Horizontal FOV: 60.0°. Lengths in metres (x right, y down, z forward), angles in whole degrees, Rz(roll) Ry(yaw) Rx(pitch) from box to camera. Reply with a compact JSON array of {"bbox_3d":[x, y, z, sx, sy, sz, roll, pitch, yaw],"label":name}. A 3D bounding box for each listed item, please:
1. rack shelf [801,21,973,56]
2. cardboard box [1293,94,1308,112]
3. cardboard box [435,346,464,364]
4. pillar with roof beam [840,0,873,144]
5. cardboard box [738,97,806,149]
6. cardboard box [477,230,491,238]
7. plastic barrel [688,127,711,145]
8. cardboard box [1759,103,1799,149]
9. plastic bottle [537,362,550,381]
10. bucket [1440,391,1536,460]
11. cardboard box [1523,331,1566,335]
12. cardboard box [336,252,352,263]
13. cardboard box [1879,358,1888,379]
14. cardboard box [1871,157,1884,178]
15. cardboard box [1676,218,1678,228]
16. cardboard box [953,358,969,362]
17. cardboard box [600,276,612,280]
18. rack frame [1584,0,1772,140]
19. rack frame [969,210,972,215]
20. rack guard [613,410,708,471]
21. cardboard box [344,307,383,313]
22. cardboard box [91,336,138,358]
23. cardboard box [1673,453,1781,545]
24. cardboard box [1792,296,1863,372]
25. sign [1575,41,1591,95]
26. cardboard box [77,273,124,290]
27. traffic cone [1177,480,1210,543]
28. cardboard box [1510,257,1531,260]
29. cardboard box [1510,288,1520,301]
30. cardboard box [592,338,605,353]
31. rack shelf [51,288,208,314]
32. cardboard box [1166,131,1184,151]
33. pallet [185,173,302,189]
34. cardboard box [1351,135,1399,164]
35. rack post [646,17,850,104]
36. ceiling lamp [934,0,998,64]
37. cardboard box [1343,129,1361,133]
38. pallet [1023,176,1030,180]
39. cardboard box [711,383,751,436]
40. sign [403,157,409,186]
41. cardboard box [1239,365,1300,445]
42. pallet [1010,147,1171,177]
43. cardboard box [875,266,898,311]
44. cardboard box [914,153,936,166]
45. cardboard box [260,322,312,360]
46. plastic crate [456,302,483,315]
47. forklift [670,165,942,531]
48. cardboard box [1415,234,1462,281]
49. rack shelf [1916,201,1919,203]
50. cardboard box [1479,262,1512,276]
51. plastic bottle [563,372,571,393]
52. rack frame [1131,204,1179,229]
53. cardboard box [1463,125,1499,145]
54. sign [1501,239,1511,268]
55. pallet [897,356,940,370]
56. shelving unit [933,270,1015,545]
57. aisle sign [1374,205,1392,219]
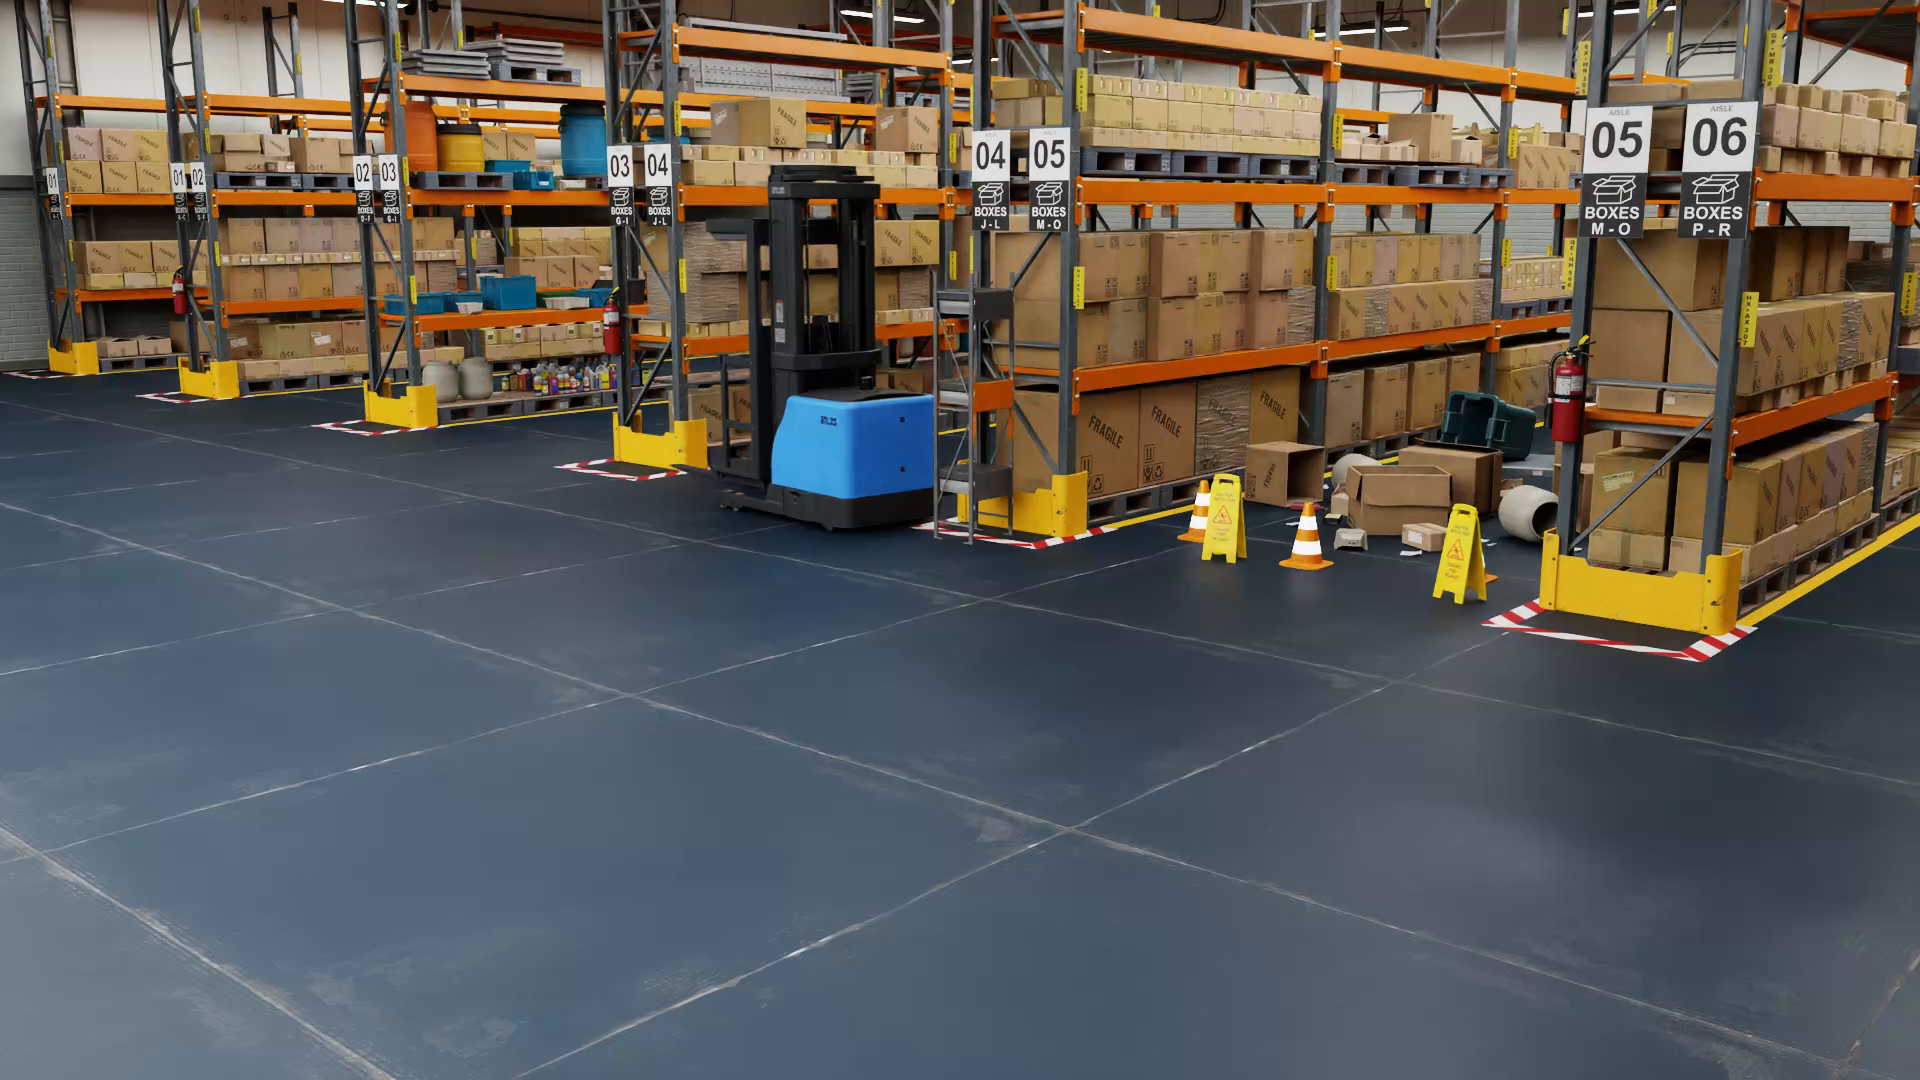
[{"bbox_3d":[-1.336,-9.806,32.685,1.077,0.370,4.000,10,15,40],"label":"rack shelf"},{"bbox_3d":[2.992,-4.040,15.401,0.380,0.149,0.250,10,15,40],"label":"cardboard box"},{"bbox_3d":[-8.079,-2.877,25.907,0.500,0.250,0.500,10,15,40],"label":"cardboard box"},{"bbox_3d":[0.627,-9.416,37.379,9.100,9.000,0.548,10,15,40],"label":"pillar with roof beam"},{"bbox_3d":[-1.956,-4.341,17.337,0.500,0.500,0.500,10,15,40],"label":"cardboard box"},{"bbox_3d":[-9.226,-5.873,31.922,0.380,0.149,0.250,7,14,33],"label":"cardboard box"},{"bbox_3d":[-3.615,-5.391,23.606,0.600,0.901,0.600,0,11,0],"label":"plastic barrel"},{"bbox_3d":[4.837,-2.548,10.274,0.500,0.250,0.500,9,15,39],"label":"cardboard box"},{"bbox_3d":[-5.591,-2.209,22.254,0.144,0.351,0.185,11,15,43],"label":"plastic bottle"},{"bbox_3d":[4.803,-1.001,15.040,0.620,0.611,0.726,5,7,-30],"label":"bucket"},{"bbox_3d":[7.755,-2.629,22.111,0.500,0.250,0.500,9,14,38],"label":"cardboard box"},{"bbox_3d":[-9.142,-4.151,24.423,0.380,0.149,0.250,10,15,41],"label":"cardboard box"},{"bbox_3d":[6.962,-1.344,12.922,0.380,0.149,0.250,10,15,40],"label":"cardboard box"},{"bbox_3d":[6.583,-2.749,12.299,0.380,0.149,0.250,10,15,41],"label":"cardboard box"},{"bbox_3d":[9.949,-4.300,23.512,0.500,0.500,0.500,9,14,38],"label":"cardboard box"},{"bbox_3d":[0.252,-1.980,20.725,0.700,0.500,0.500,10,15,40],"label":"cardboard box"},{"bbox_3d":[-6.096,-4.387,28.157,0.250,0.149,0.380,-11,16,-43],"label":"cardboard box"},{"bbox_3d":[4.305,-3.907,9.797,1.000,3.000,0.127,10,15,40],"label":"rack frame"},{"bbox_3d":[-0.016,-5.882,35.001,1.000,3.000,0.127,10,15,40],"label":"rack frame"},{"bbox_3d":[-3.089,-1.032,17.101,1.175,0.500,0.348,10,15,40],"label":"rack guard"},{"bbox_3d":[-10.899,-4.290,30.373,0.500,0.250,0.500,9,15,39],"label":"cardboard box"},{"bbox_3d":[-13.777,-3.155,27.091,0.500,0.311,0.500,8,14,34],"label":"cardboard box"},{"bbox_3d":[5.061,-0.277,10.973,0.500,0.500,0.500,9,14,38],"label":"cardboard box"},{"bbox_3d":[6.165,-1.497,12.035,0.500,0.500,0.500,10,15,42],"label":"cardboard box"},{"bbox_3d":[3.902,-2.945,10.378,0.100,0.325,0.005,10,15,40],"label":"sign"},{"bbox_3d":[-13.741,-4.135,26.586,0.500,0.250,0.500,9,15,39],"label":"cardboard box"},{"bbox_3d":[1.937,-0.241,13.235,0.336,0.463,0.334,10,15,40],"label":"traffic cone"},{"bbox_3d":[7.150,-3.578,21.519,0.380,0.149,0.250,10,15,40],"label":"cardboard box"},{"bbox_3d":[6.425,-2.929,19.787,0.380,0.149,0.250,11,16,43],"label":"cardboard box"},{"bbox_3d":[-6.133,-3.303,28.040,0.500,0.250,0.500,10,15,42],"label":"cardboard box"},{"bbox_3d":[-12.981,-4.109,27.963,1.077,0.370,4.000,10,15,40],"label":"rack shelf"},{"bbox_3d":[1.654,-3.351,13.984,0.380,0.149,0.250,10,15,41],"label":"cardboard box"},{"bbox_3d":[-10.092,-5.056,23.434,1.003,0.211,1.213,10,15,40],"label":"pallet"},{"bbox_3d":[4.488,-4.222,17.933,0.500,0.311,0.500,9,15,39],"label":"cardboard box"},{"bbox_3d":[-2.984,-6.816,23.851,1.013,1.000,3.121,10,15,40],"label":"rack post"},{"bbox_3d":[-0.071,-12.394,37.388,2.000,3.185,0.800,10,15,40],"label":"ceiling lamp"},{"bbox_3d":[6.082,-6.447,26.676,0.500,0.250,0.500,9,15,39],"label":"cardboard box"},{"bbox_3d":[0.671,-4.444,20.623,1.213,0.211,1.003,10,15,40],"label":"pallet"},{"bbox_3d":[-2.345,-1.409,17.915,0.500,0.500,0.500,-7,13,-33],"label":"cardboard box"},{"bbox_3d":[-6.449,-4.290,19.352,0.100,0.325,0.005,10,15,40],"label":"sign"},{"bbox_3d":[2.693,-1.259,16.210,0.875,0.875,0.875,10,15,41],"label":"cardboard box"},{"bbox_3d":[1.002,-3.128,13.783,1.003,0.211,1.213,10,15,40],"label":"pallet"},{"bbox_3d":[-1.198,-2.903,19.070,0.875,0.500,0.500,10,15,40],"label":"cardboard box"},{"bbox_3d":[-0.496,-4.343,19.002,0.380,0.149,0.250,10,15,42],"label":"cardboard box"},{"bbox_3d":[-9.728,-2.877,23.990,0.500,0.500,0.500,10,15,40],"label":"cardboard box"},{"bbox_3d":[-6.027,-2.847,20.483,0.298,0.136,0.250,10,15,40],"label":"plastic crate"},{"bbox_3d":[-1.490,-1.742,14.448,1.130,2.935,3.031,-9,15,-39],"label":"forklift"},{"bbox_3d":[5.164,-3.167,18.602,0.700,0.500,0.500,9,15,40],"label":"cardboard box"},{"bbox_3d":[10.906,-3.555,17.528,1.077,0.370,4.000,10,15,40],"label":"rack shelf"},{"bbox_3d":[6.255,-3.185,19.551,0.380,0.149,0.250,10,15,40],"label":"cardboard box"},{"bbox_3d":[-5.136,-2.056,21.690,0.097,0.271,0.097,0,11,0],"label":"plastic bottle"},{"bbox_3d":[3.702,-5.241,31.792,1.000,3.000,0.127,10,15,40],"label":"rack frame"},{"bbox_3d":[6.200,-4.833,19.883,0.396,0.266,0.258,10,15,40],"label":"cardboard box"},{"bbox_3d":[6.220,-3.264,18.937,0.100,0.325,0.005,10,15,40],"label":"sign"},{"bbox_3d":[-1.089,-2.818,26.780,1.003,0.211,1.213,10,15,40],"label":"pallet"},{"bbox_3d":[0.109,-1.054,13.127,0.431,2.100,0.503,10,15,40],"label":"shelving unit"},{"bbox_3d":[7.245,-5.925,28.578,0.394,0.787,0.004,10,15,40],"label":"aisle sign"}]
